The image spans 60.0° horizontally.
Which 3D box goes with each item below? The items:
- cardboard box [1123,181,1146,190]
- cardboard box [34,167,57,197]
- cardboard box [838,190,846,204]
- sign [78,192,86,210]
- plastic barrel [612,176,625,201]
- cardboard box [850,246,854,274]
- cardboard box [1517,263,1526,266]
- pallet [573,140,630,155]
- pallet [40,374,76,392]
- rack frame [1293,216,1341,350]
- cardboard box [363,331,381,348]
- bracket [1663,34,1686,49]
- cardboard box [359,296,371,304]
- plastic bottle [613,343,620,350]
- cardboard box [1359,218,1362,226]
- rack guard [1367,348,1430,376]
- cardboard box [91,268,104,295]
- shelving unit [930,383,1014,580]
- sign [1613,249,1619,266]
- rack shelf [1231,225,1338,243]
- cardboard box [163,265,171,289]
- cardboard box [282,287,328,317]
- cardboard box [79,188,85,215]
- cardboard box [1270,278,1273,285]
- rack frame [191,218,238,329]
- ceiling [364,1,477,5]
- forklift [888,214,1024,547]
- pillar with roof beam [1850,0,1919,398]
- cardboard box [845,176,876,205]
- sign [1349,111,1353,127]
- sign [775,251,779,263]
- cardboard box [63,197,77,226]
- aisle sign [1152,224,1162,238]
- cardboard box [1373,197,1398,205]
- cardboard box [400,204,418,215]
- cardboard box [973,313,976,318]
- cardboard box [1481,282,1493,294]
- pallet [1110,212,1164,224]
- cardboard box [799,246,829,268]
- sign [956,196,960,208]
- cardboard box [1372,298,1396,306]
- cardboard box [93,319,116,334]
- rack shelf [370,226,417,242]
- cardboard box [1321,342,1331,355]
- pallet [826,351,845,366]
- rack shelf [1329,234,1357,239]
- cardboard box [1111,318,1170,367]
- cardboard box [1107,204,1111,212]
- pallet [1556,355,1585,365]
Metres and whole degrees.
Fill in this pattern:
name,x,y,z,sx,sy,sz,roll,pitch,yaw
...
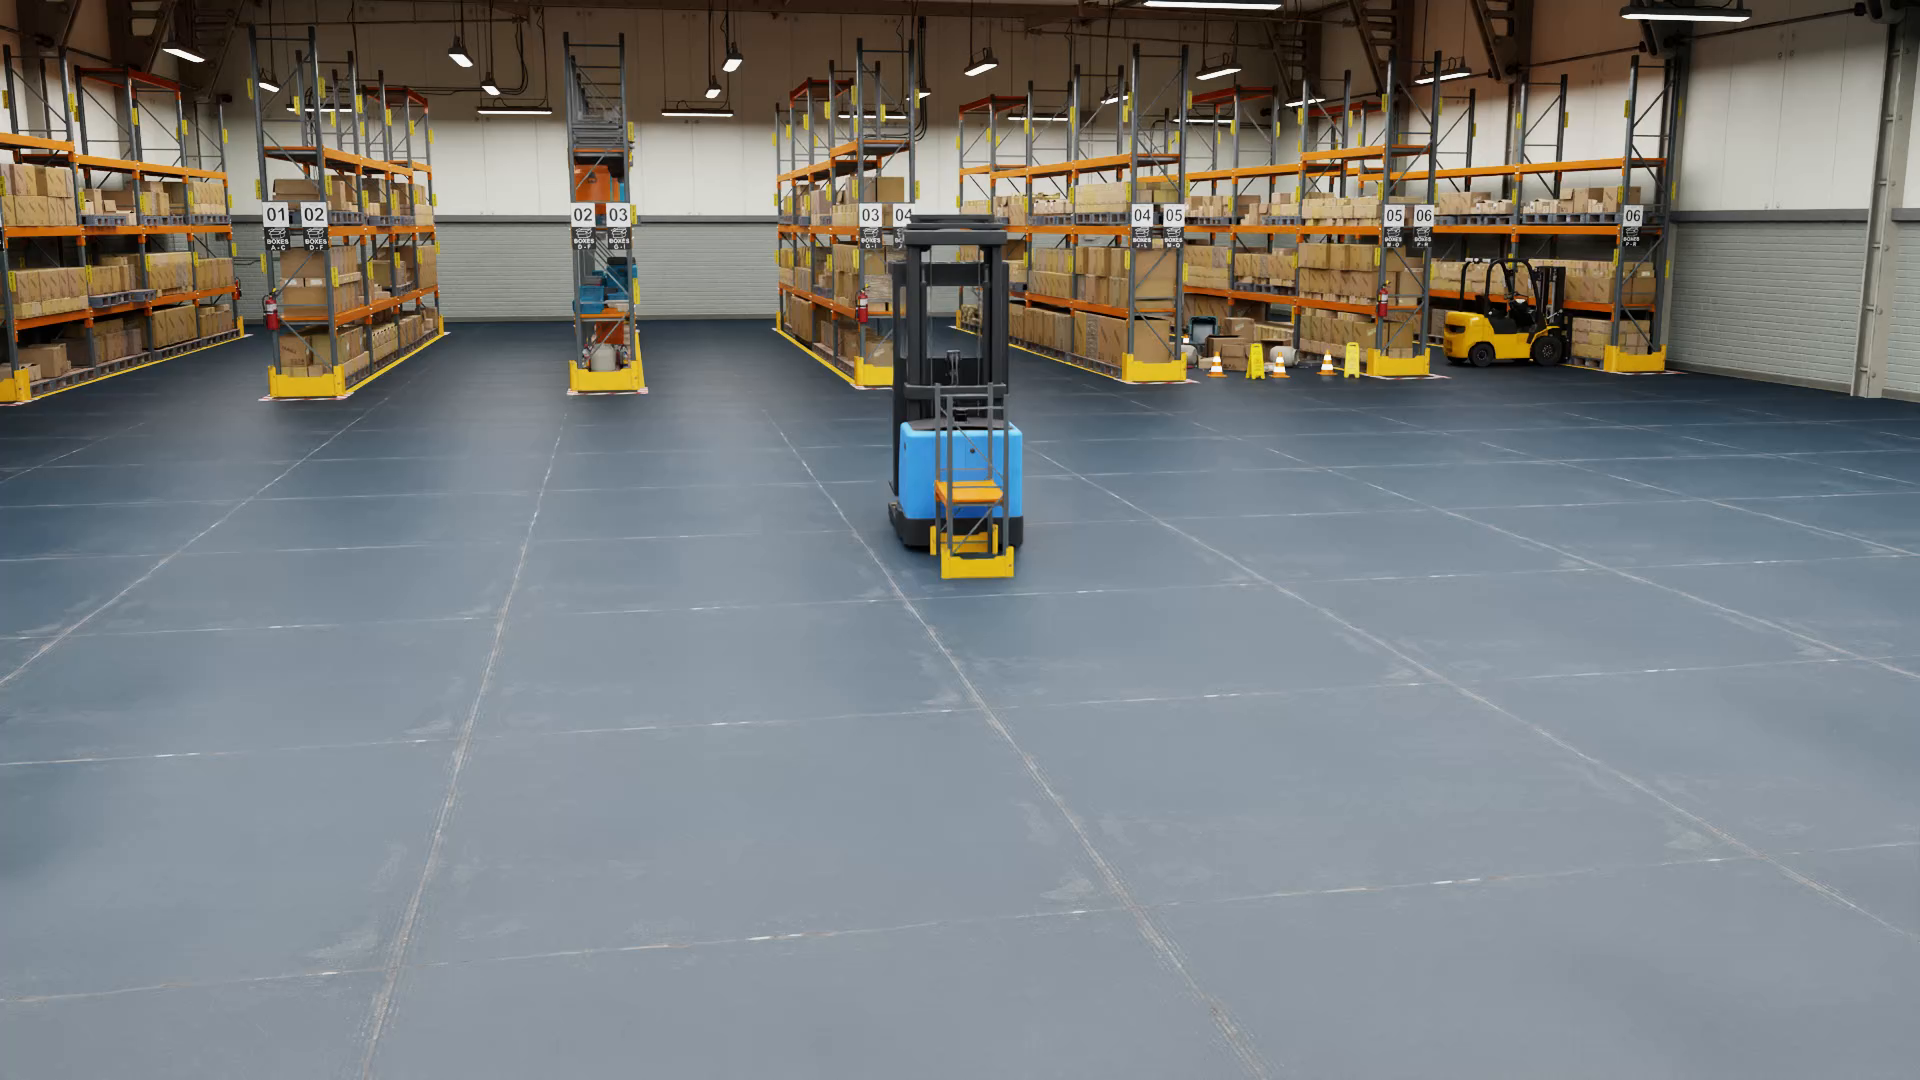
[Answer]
name,x,y,z,sx,sy,sz,roll,pitch,yaw
cardboard box,3.193,-6.489,30.446,0.380,0.149,0.250,-2,11,-10
cardboard box,-16.056,-6.220,28.888,0.500,0.500,0.500,-3,11,-13
cardboard box,-2.066,-6.834,33.713,0.797,0.503,0.637,-3,11,-14
sign,-16.117,-6.222,30.514,0.100,0.325,0.005,-2,11,-11
plastic barrel,-8.004,-7.920,38.351,0.600,0.901,0.708,-2,11,-11
cardboard box,-1.746,-5.150,30.549,0.500,0.500,0.500,-2,11,-11
cardboard box,12.288,-6.000,35.954,0.380,0.149,0.250,-2,11,-10
pallet,-6.502,-7.117,30.151,1.003,0.211,1.213,-2,11,-11
pallet,-16.242,-2.758,29.174,1.003,0.211,1.213,-2,11,-11
rack frame,7.649,-5.374,35.464,1.000,3.000,0.127,-2,11,-11
cardboard box,-11.718,-3.962,32.776,0.500,0.311,0.500,-2,11,-12
bracket,13.776,-9.609,32.039,0.235,0.232,0.430,-2,11,-11
cardboard box,-11.761,-4.701,32.598,0.380,0.149,0.250,-2,11,-11
plastic bottle,-6.663,-3.636,32.238,0.144,0.351,0.185,-2,11,-11
cardboard box,8.001,-6.189,32.396,0.380,0.149,0.250,-2,11,-11
rack guard,8.412,-3.427,31.916,1.175,0.500,0.348,-2,11,-11
cardboard box,-16.815,-4.936,31.718,0.700,0.500,0.500,-1,11,-5
shelving unit,0.090,-0.520,13.973,0.587,1.500,1.083,-1,11,-6
sign,12.760,-5.490,32.341,0.100,0.325,0.005,-2,11,-11
rack shelf,7.260,-6.861,37.178,1.077,0.370,4.000,-2,11,-11
cardboard box,-17.458,-5.698,36.048,0.500,0.500,0.500,-2,11,-11
cardboard box,-11.090,-4.056,28.270,0.700,0.500,0.500,-2,11,-11
cardboard box,-16.676,-6.306,30.944,0.500,0.500,0.500,-1,11,-3
cardboard box,7.094,-5.729,36.877,0.380,0.149,0.250,-2,11,-11
rack frame,-18.982,-6.674,42.295,1.000,3.000,0.127,-2,11,-11
ceiling,-13.308,-14.767,44.701,6.000,0.001,6.000,-2,11,-11
forklift,-0.111,-1.606,15.851,1.130,2.935,3.031,-1,11,-6
pillar with roof beam,10.988,-6.672,26.239,9.100,9.000,0.548,-2,11,-11
cardboard box,-1.843,-6.470,30.797,0.500,0.500,0.500,-2,11,-11
sign,8.185,-8.836,34.894,0.100,0.325,0.005,-2,11,-11
sign,-4.951,-7.660,44.945,0.100,0.325,0.005,-2,11,-11
cardboard box,-16.307,-5.922,29.998,0.500,0.500,0.500,-2,11,-9
aisle sign,5.605,-8.877,46.913,0.394,0.787,0.004,-2,11,-11
cardboard box,8.072,-6.434,31.547,0.380,0.149,0.250,-2,11,-10
cardboard box,-13.196,-7.865,39.593,0.500,0.250,0.500,-2,11,-11
cardboard box,0.550,-6.033,44.630,0.380,0.149,0.250,-3,11,-14
cardboard box,12.059,-5.657,37.349,0.500,0.250,0.500,-2,11,-11
pallet,3.437,-6.008,31.007,1.003,0.211,1.213,-2,11,-11
cardboard box,-3.495,-6.906,40.562,0.797,0.503,0.637,-2,11,-12
sign,-0.053,-9.260,45.518,0.100,0.325,0.005,-2,11,-11
cardboard box,8.145,-4.578,31.952,0.380,0.149,0.250,-2,11,-9
cardboard box,-17.080,-4.233,32.968,0.500,0.250,0.500,-2,11,-11
rack shelf,-12.956,-6.875,37.250,1.077,0.370,4.000,-2,11,-11
cardboard box,7.720,-3.917,34.039,0.500,0.250,0.500,-2,11,-12
pallet,-2.225,-3.787,34.581,1.003,0.211,1.213,-2,11,-11
rack shelf,10.572,-8.510,45.839,1.077,0.370,4.000,-2,11,-11
cardboard box,3.395,-3.727,31.367,0.875,0.875,0.875,-2,11,-11
cardboard box,2.996,-6.283,31.497,0.380,0.149,0.250,-2,11,-12
pallet,12.872,-3.814,34.724,1.003,0.211,1.213,-2,11,-11
